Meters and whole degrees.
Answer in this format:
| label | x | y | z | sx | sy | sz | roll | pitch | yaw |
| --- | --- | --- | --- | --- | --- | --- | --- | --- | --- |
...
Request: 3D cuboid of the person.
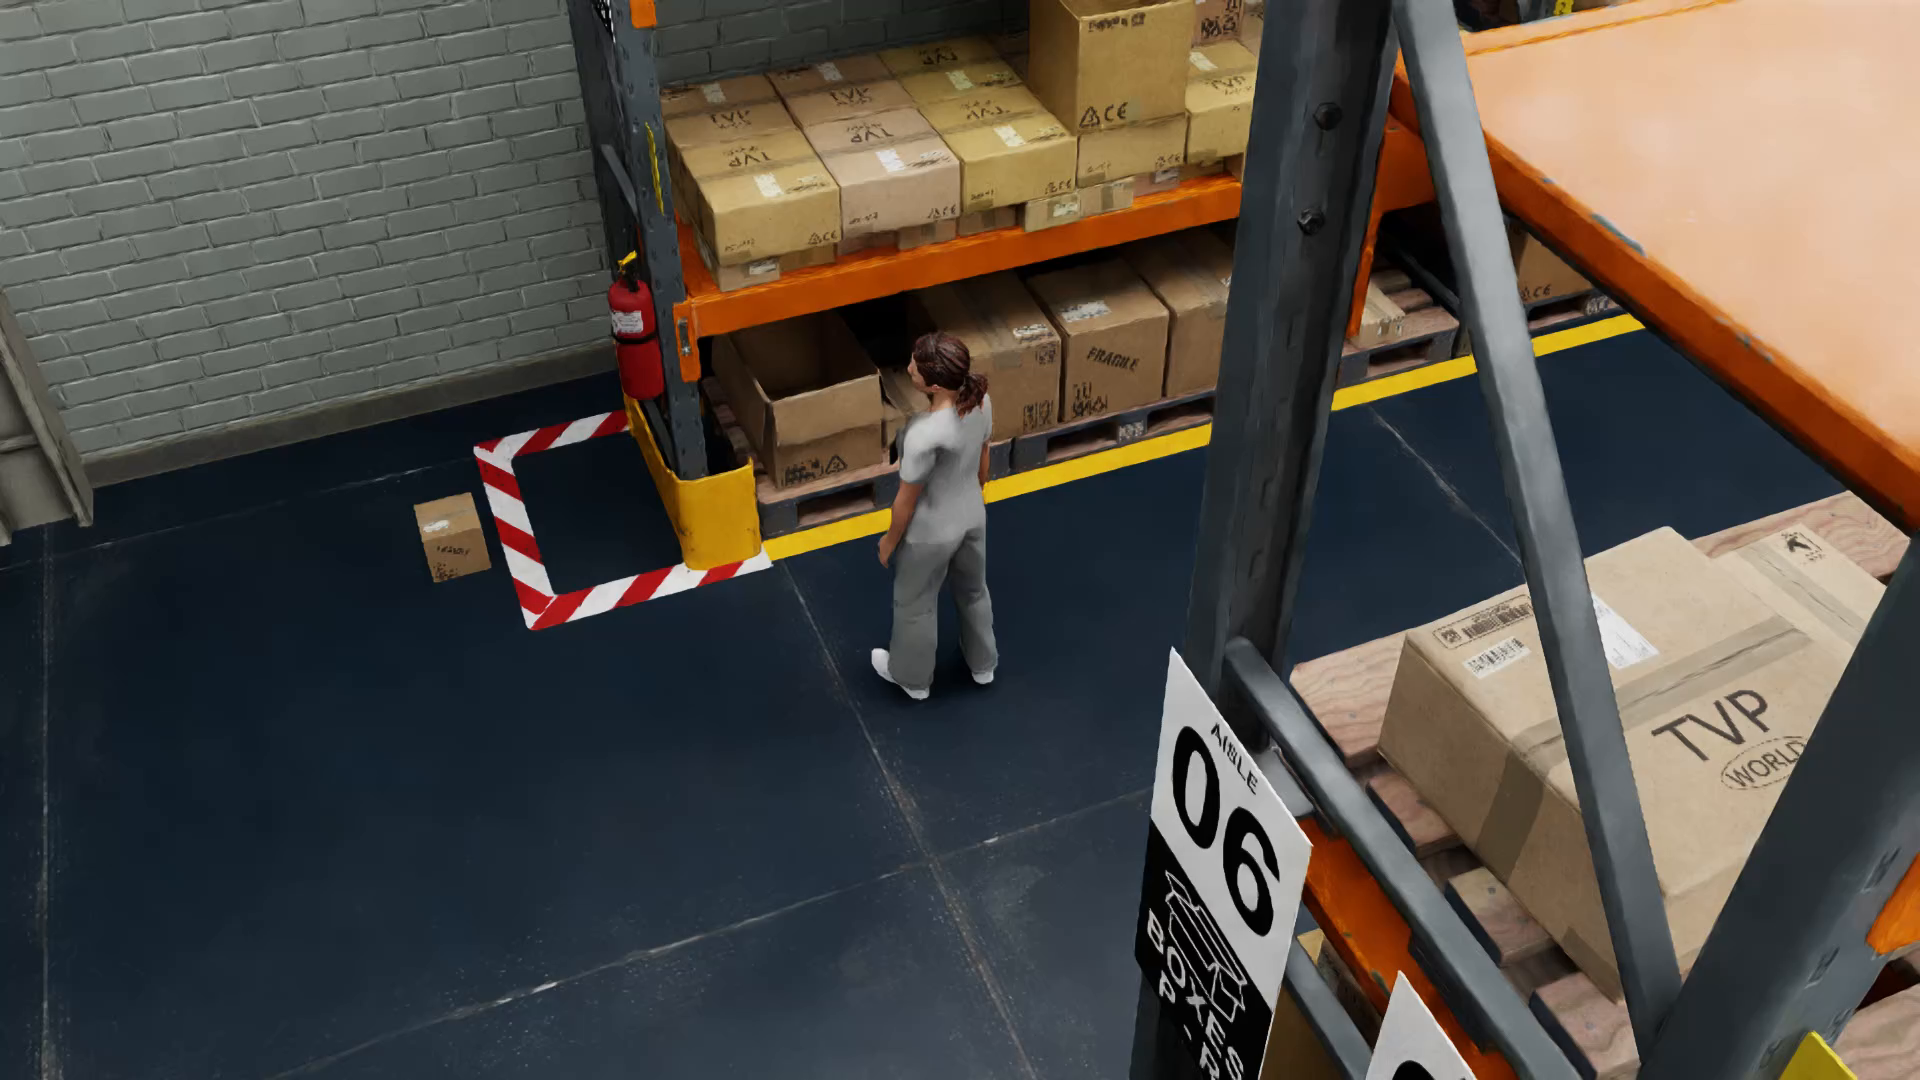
| label | x | y | z | sx | sy | sz | roll | pitch | yaw |
| --- | --- | --- | --- | --- | --- | --- | --- | --- | --- |
| person | -0.101 | -0.088 | 6.219 | 0.449 | 1.680 | 0.525 | 29 | 49 | 28 |
